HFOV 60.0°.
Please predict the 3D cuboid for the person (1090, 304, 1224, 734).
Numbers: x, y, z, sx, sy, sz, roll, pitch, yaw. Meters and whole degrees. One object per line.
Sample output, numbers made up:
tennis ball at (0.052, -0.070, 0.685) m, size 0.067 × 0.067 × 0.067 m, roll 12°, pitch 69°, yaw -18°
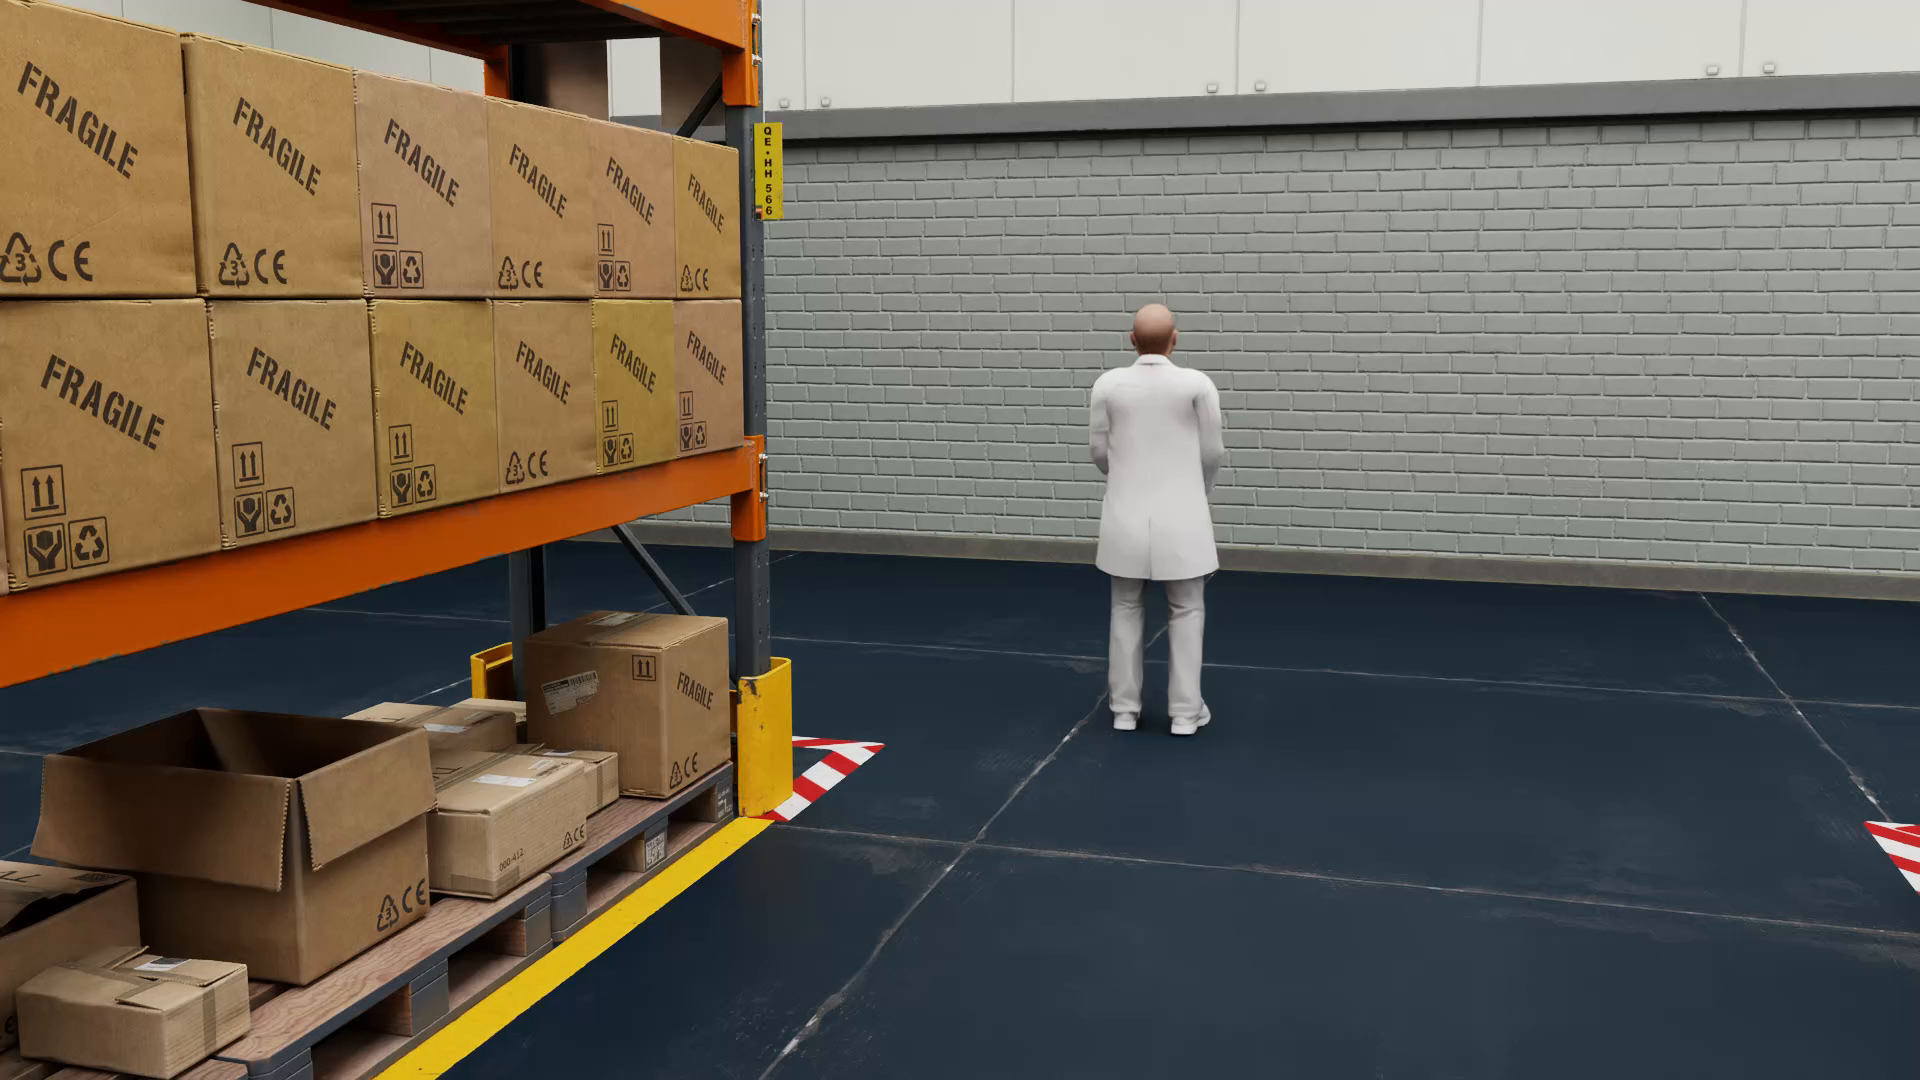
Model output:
person at (0.841, -0.099, 7.042) m, size 0.559 × 1.782 × 0.517 m, roll 2°, pitch 8°, yaw 16°
